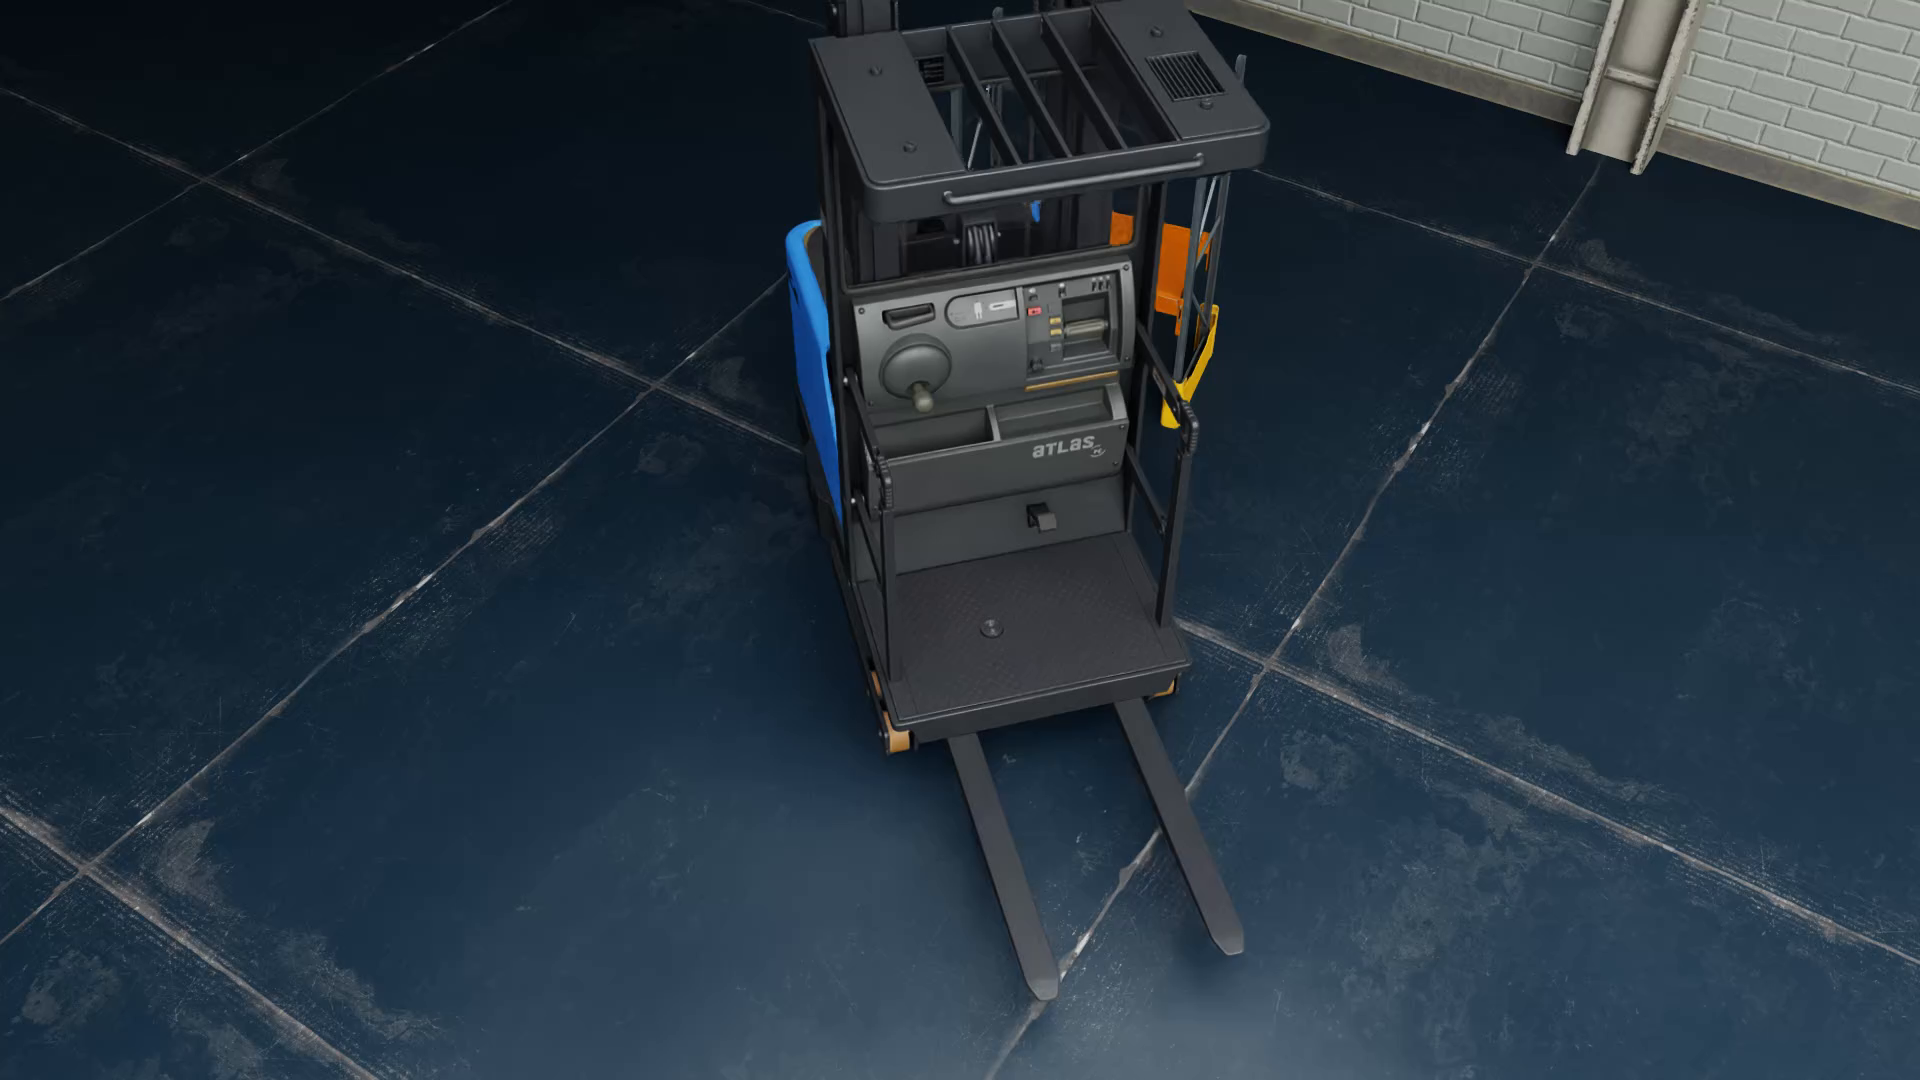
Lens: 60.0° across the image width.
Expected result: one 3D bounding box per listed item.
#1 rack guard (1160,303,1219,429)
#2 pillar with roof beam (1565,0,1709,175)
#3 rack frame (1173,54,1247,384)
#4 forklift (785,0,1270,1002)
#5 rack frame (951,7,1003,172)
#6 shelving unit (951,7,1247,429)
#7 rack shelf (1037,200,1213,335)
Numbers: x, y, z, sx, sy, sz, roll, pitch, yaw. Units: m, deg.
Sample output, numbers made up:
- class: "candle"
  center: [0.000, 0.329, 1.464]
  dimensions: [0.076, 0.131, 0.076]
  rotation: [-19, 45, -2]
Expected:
- class: "rack guard"
  center: [1.012, -0.772, 7.326]
  dimensions: [0.087, 0.250, 0.587]
  rotation: [16, 48, 15]
- class: "pillar with roof beam"
  center: [1.101, -2.588, 2.990]
  dimensions: [0.400, 9.000, 9.100]
  rotation: [25, 51, 22]
- class: "rack frame"
  center: [1.013, -1.207, 6.877]
  dimensions: [0.032, 1.500, 0.500]
  rotation: [16, 48, 15]
- class: "forklift"
  center: [0.178, -0.569, 5.259]
  dimensions: [1.130, 2.935, 3.031]
  rotation: [-11, 47, -10]
- class: "rack frame"
  center: [0.070, -1.478, 7.141]
  dimensions: [0.032, 1.500, 0.500]
  rotation: [16, 48, 15]
- class: "shelving unit"
  center: [0.550, -1.340, 7.007]
  dimensions: [1.083, 1.500, 0.587]
  rotation: [16, 48, 15]
- class: "rack shelf"
  center: [0.542, -1.217, 7.138]
  dimensions: [1.000, 0.185, 0.538]
  rotation: [16, 48, 15]
